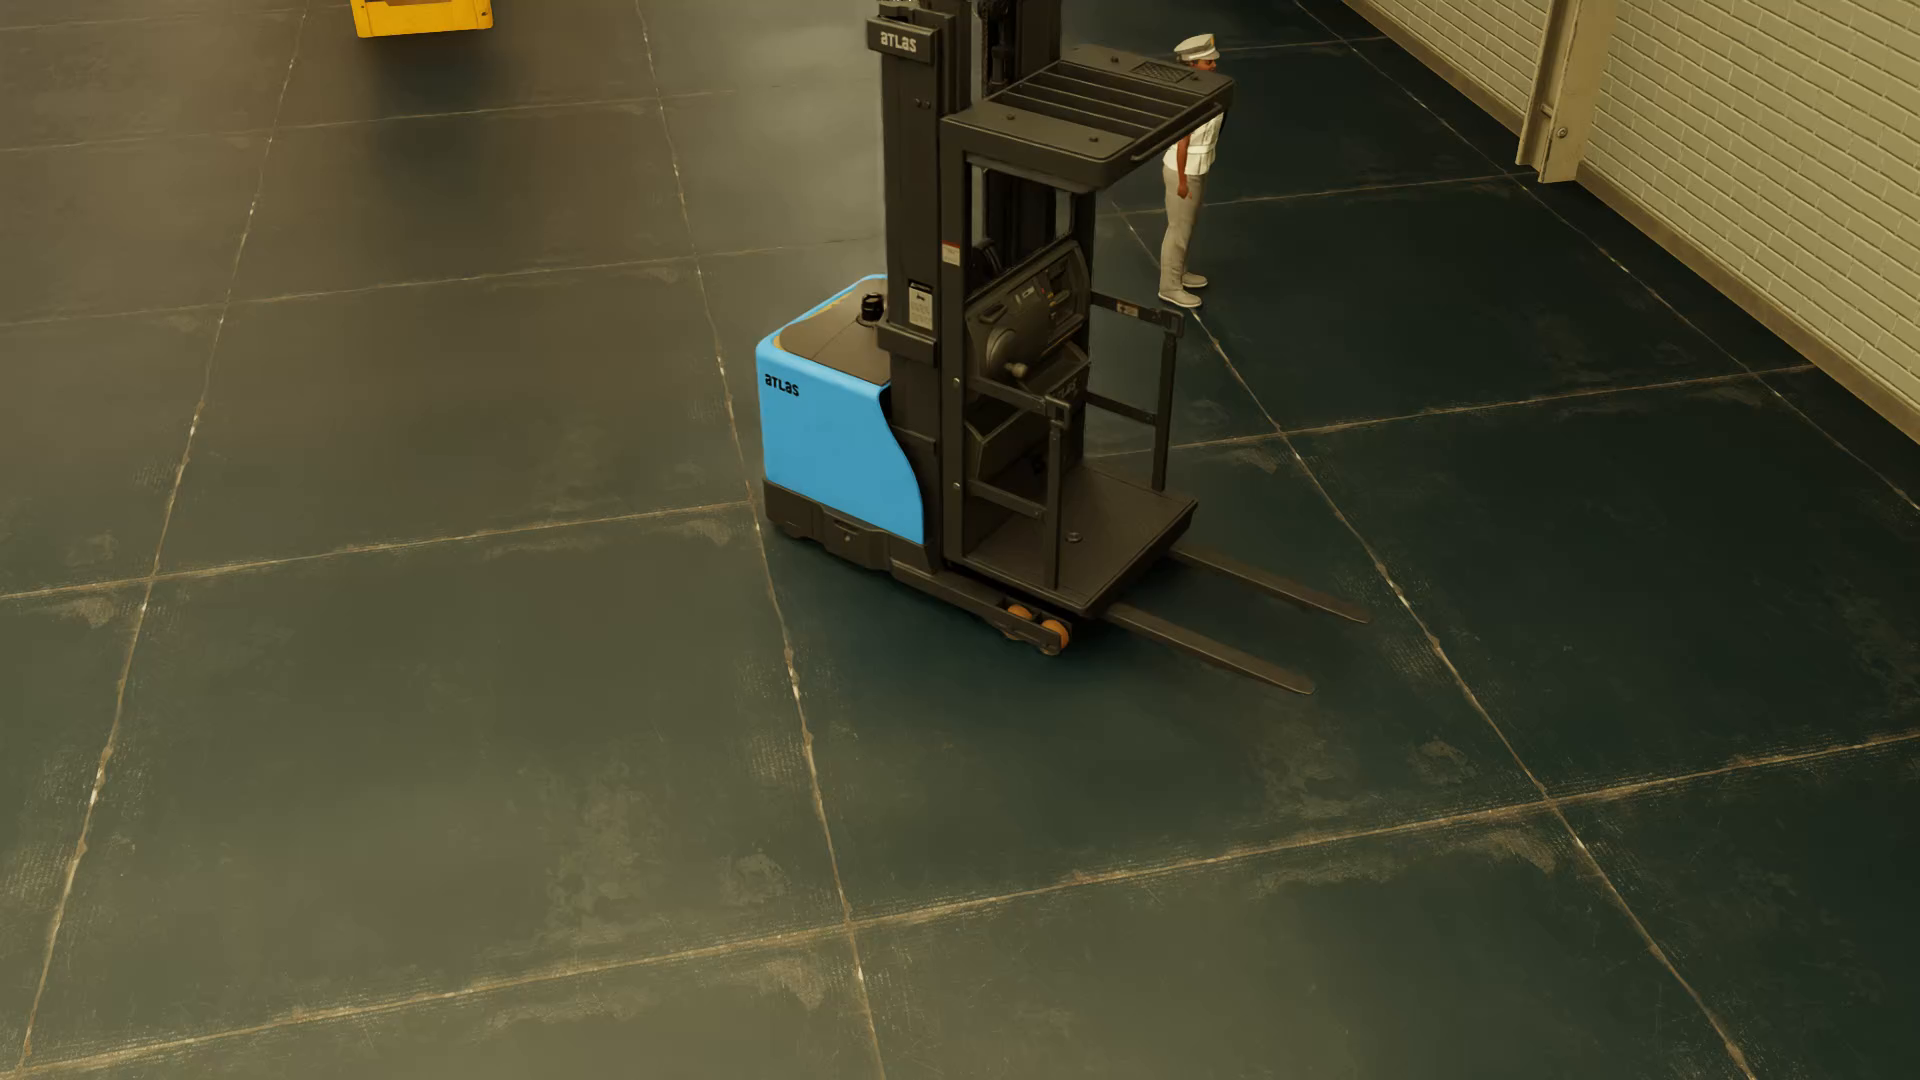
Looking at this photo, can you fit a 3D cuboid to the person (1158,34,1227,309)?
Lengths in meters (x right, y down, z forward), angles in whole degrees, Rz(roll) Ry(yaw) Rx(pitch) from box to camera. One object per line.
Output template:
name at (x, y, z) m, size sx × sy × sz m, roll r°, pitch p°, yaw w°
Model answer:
person at (1.432, -2.301, 10.317) m, size 0.343 × 1.689 × 0.448 m, roll 10°, pitch 37°, yaw 14°

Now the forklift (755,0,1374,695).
forklift at (0.485, -1.003, 7.444) m, size 3.031 × 2.935 × 1.130 m, roll 22°, pitch 41°, yaw 28°
